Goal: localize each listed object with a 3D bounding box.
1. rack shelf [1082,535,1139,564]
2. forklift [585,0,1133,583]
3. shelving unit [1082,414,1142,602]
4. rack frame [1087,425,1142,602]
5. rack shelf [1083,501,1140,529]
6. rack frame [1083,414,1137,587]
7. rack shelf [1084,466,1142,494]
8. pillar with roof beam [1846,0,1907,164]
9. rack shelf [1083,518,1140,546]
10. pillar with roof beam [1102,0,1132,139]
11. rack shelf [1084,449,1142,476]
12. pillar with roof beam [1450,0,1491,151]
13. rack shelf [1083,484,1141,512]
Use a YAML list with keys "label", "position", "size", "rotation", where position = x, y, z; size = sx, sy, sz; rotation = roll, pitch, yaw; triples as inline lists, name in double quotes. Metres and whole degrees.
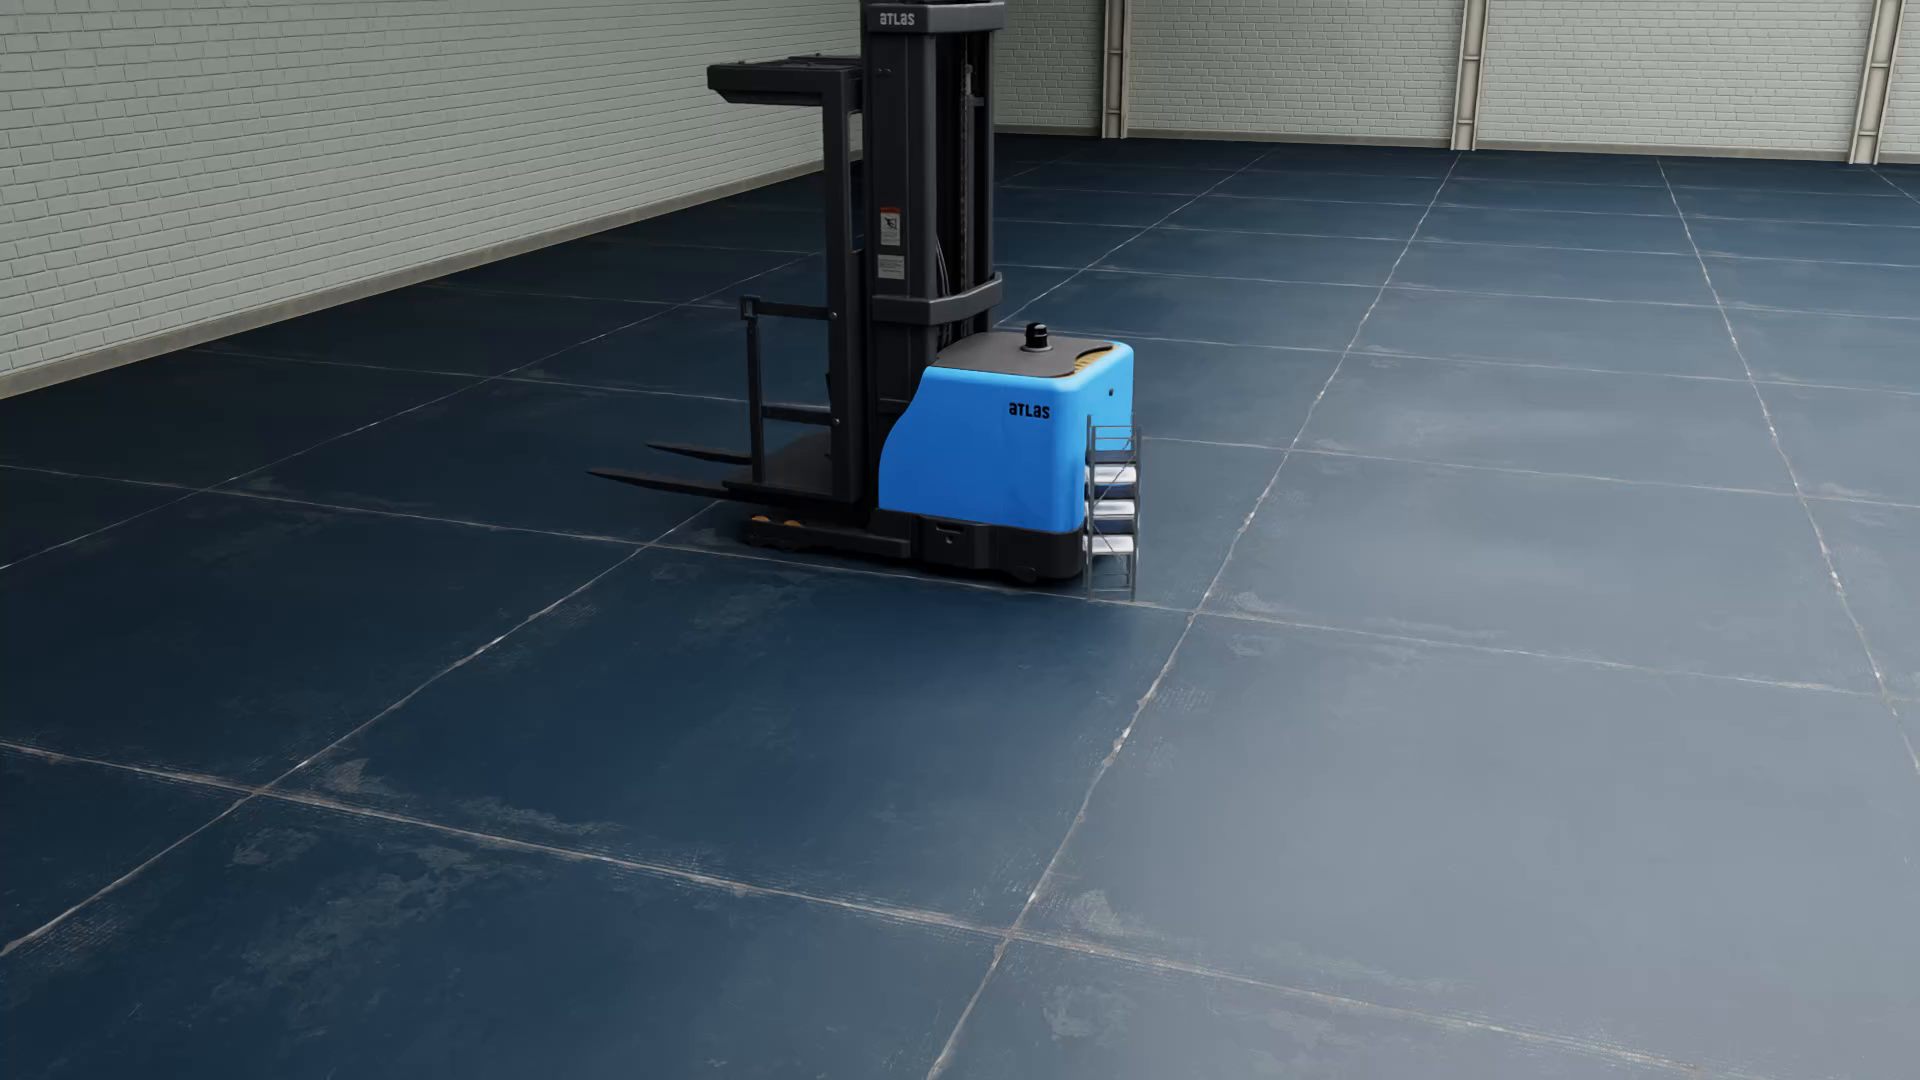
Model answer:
- label: "rack shelf"
  position: [0.742, 0.046, 8.219]
  size: [0.258, 0.077, 0.200]
  rotation: [-1, 20, -2]
- label: "forklift"
  position: [-0.631, -1.469, 8.839]
  size: [3.031, 2.935, 1.130]
  rotation: [8, 21, 22]
- label: "shelving unit"
  position: [0.742, -0.154, 8.147]
  size: [0.258, 0.900, 0.210]
  rotation: [-1, 20, -2]
- label: "rack frame"
  position: [0.745, -0.119, 8.051]
  size: [0.240, 0.900, 0.006]
  rotation: [-1, 20, -2]
- label: "rack shelf"
  position: [0.742, -0.123, 8.158]
  size: [0.258, 0.077, 0.200]
  rotation: [-1, 20, -2]
- label: "rack frame"
  position: [0.739, -0.189, 8.242]
  size: [0.240, 0.900, 0.006]
  rotation: [-1, 20, -2]
- label: "rack shelf"
  position: [0.742, -0.292, 8.097]
  size: [0.258, 0.077, 0.200]
  rotation: [-1, 20, -2]
- label: "pillar with roof beam"
  position: [12.683, -8.809, 20.676]
  size: [0.400, 9.000, 9.100]
  rotation: [7, 20, 18]
- label: "rack shelf"
  position: [0.742, -0.038, 8.189]
  size: [0.258, 0.077, 0.200]
  rotation: [-1, 20, -2]
- label: "pillar with roof beam"
  position: [1.347, -10.105, 24.395]
  size: [0.400, 9.000, 9.100]
  rotation: [7, 20, 18]
- label: "rack shelf"
  position: [0.742, -0.376, 8.066]
  size: [0.258, 0.077, 0.200]
  rotation: [-1, 20, -2]
- label: "pillar with roof beam"
  position: [7.015, -9.457, 22.536]
  size: [0.400, 9.000, 9.100]
  rotation: [7, 20, 18]
- label: "rack shelf"
  position: [0.742, -0.207, 8.127]
  size: [0.258, 0.077, 0.200]
  rotation: [-1, 20, -2]
